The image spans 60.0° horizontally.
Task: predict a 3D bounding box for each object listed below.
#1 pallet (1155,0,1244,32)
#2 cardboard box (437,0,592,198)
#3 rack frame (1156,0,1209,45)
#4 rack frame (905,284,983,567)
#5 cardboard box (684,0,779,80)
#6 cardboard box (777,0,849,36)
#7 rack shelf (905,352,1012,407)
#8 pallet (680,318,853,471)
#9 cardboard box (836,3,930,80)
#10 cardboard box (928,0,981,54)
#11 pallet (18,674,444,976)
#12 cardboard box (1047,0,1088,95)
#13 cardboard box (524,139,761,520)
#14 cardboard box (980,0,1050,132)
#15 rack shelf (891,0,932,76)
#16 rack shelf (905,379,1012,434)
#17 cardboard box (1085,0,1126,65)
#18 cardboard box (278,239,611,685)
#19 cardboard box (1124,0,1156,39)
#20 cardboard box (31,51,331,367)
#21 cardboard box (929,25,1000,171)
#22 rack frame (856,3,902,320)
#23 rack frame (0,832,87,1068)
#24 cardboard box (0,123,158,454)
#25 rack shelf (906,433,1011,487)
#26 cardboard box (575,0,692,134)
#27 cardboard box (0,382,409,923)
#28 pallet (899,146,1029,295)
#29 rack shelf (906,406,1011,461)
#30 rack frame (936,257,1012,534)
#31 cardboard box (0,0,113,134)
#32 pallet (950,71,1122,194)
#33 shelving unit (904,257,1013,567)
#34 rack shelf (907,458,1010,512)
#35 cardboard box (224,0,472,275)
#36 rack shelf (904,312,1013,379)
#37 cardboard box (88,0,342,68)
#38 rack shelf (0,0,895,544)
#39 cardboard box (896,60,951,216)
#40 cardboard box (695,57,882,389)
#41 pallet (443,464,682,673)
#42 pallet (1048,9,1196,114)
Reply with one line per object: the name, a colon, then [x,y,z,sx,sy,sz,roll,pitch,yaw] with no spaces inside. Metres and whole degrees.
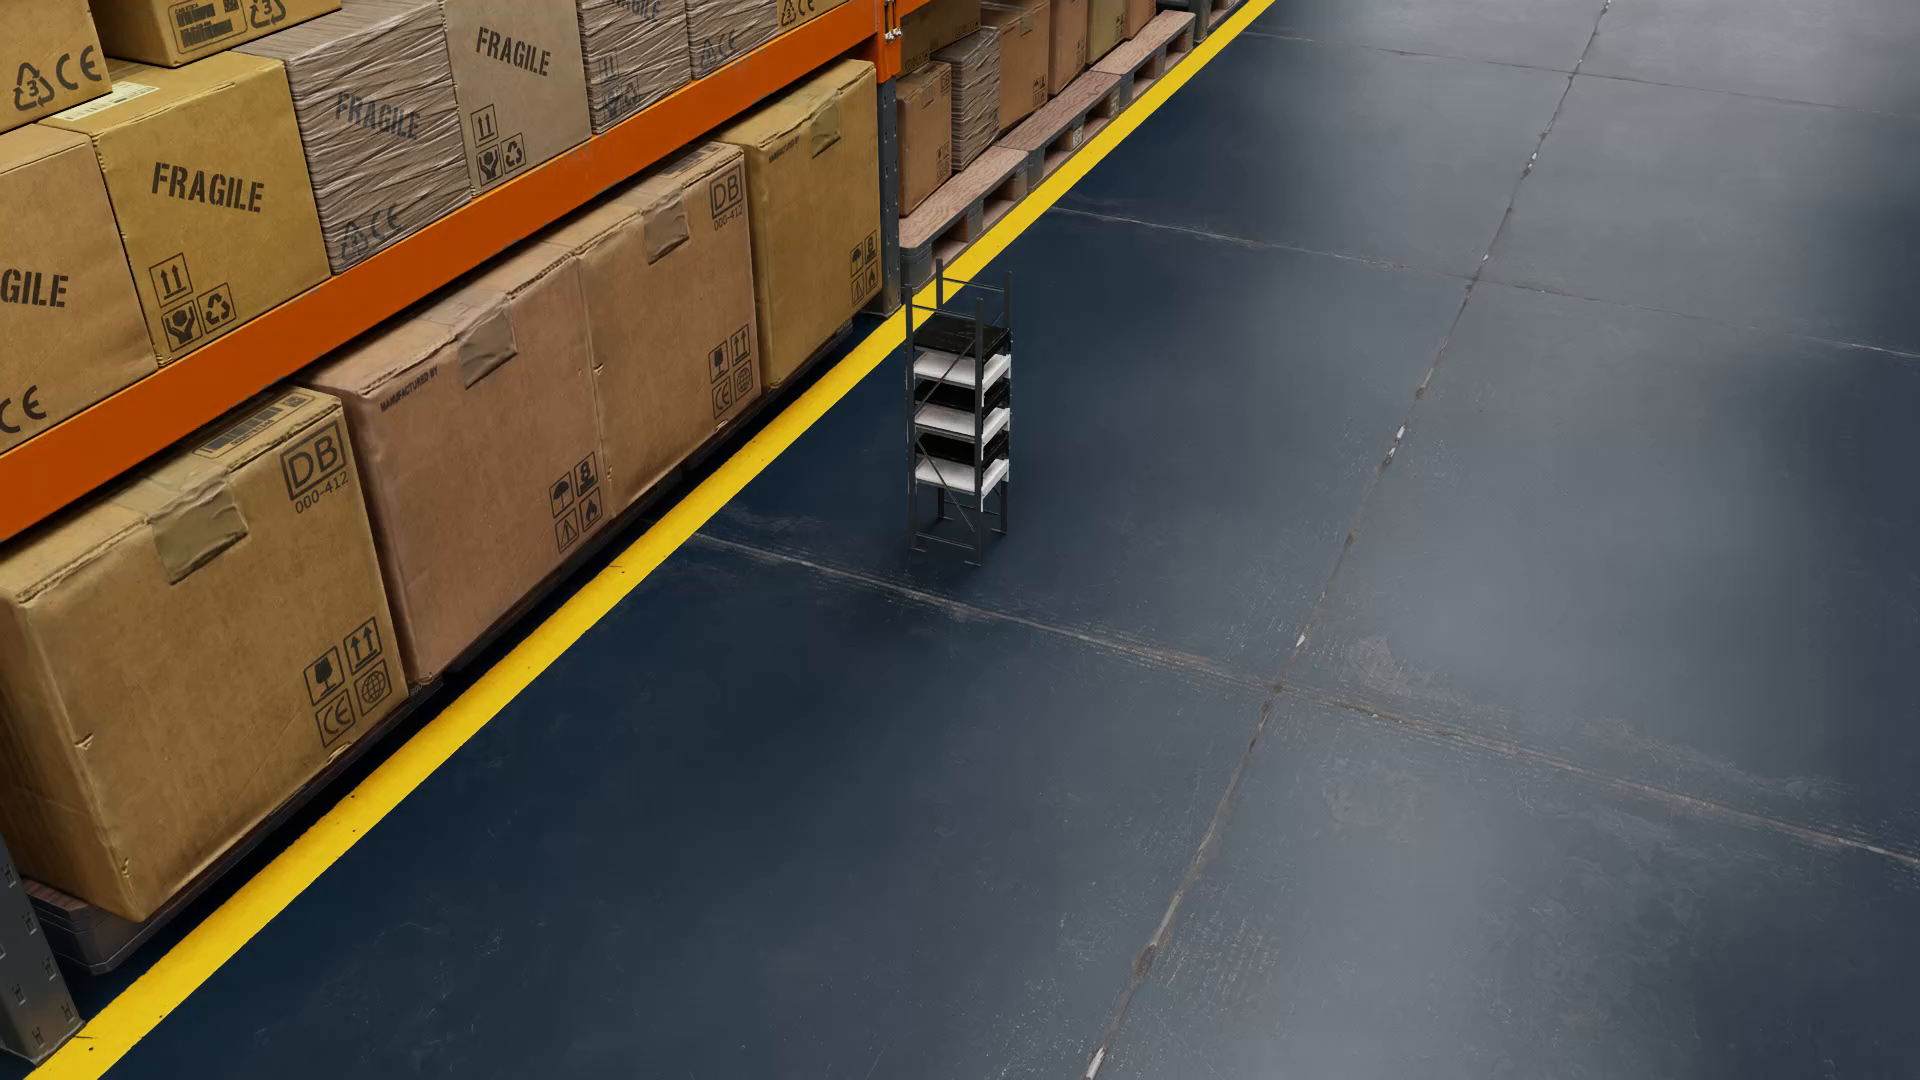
pallet: [1.208,-3.437,10.300,1.003,0.211,1.213,14,36,20]
cardboard box: [-1.338,-1.248,4.327,0.500,0.500,0.500,15,36,21]
rack frame: [0.959,-4.261,9.013,1.000,3.000,0.127,14,36,20]
rack frame: [-0.046,-0.322,4.920,0.240,0.900,0.006,14,36,20]
cardboard box: [-0.910,-1.761,5.109,0.500,0.500,0.500,14,36,20]
cardboard box: [-0.696,-2.008,5.486,0.500,0.500,0.500,15,36,22]
rack shelf: [-0.003,-0.495,4.917,0.258,0.077,0.200,14,36,20]
pallet: [-1.113,-0.727,6.167,1.003,0.211,1.213,14,36,20]
cardboard box: [-0.462,-2.062,6.853,0.500,0.250,0.500,16,36,22]
cardboard box: [-0.249,-2.328,7.260,0.500,0.250,0.500,18,37,26]
pallet: [-2.134,0.488,4.313,1.003,0.211,1.213,14,36,20]
cardboard box: [0.232,-2.587,8.338,0.700,0.500,0.500,11,35,16]
cardboard box: [-1.402,-0.775,5.251,1.225,0.875,0.875,14,36,21]
cardboard box: [-0.001,-2.309,7.914,0.700,0.500,0.500,17,37,24]
rack shelf: [0.122,-2.964,7.691,1.077,0.370,4.000,14,36,20]
rack shelf: [-0.003,-0.420,4.966,0.258,0.077,0.200,14,36,20]
cardboard box: [0.466,-2.866,8.763,0.700,0.500,0.500,14,36,20]
cardboard box: [-1.766,-0.332,4.576,1.225,0.875,0.875,13,35,19]
cardboard box: [0.682,-3.099,9.119,0.700,0.500,0.500,11,35,17]
cardboard box: [-1.759,-0.741,3.553,0.500,0.500,0.500,14,36,21]
cardboard box: [-0.232,-2.025,7.481,0.700,0.500,0.500,11,35,17]
rack frame: [-0.715,-2.269,5.975,1.000,3.000,0.127,14,36,20]
rack frame: [-2.388,-0.277,2.936,1.000,3.000,0.127,14,36,20]
cardboard box: [-1.969,-0.490,3.171,0.500,0.500,0.500,14,36,21]
rack shelf: [-0.003,-0.269,5.065,0.258,0.077,0.200,14,36,20]
cardboard box: [-1.124,-1.502,4.713,0.500,0.500,0.500,13,35,19]
cardboard box: [-2.139,0.113,3.897,1.225,0.875,0.875,14,36,21]
pallet: [-0.386,-1.492,7.332,1.003,0.211,1.213,14,36,20]
rack shelf: [-0.003,-0.344,5.015,0.258,0.077,0.200,14,36,20]
rack frame: [0.039,-0.423,5.074,0.240,0.900,0.006,14,36,20]
cardboard box: [-2.129,-1.058,3.122,0.797,0.503,0.637,13,36,19]
pallet: [0.125,-2.097,8.255,1.003,0.211,1.213,14,36,20]
shelving unit: [-0.003,-0.372,4.997,0.258,0.900,0.210,14,36,20]
rack shelf: [-0.003,-0.194,5.114,0.258,0.077,0.200,14,36,20]
cardboard box: [-1.549,-0.990,3.933,0.500,0.500,0.500,13,36,19]
rack shelf: [-0.003,-0.570,4.867,0.258,0.077,0.200,14,36,20]
cardboard box: [-1.831,-1.397,3.639,0.797,0.503,0.637,15,36,21]
rack shelf: [-1.552,-0.972,4.653,1.077,0.370,4.000,14,36,20]
cardboard box: [-0.453,-1.746,7.055,0.700,0.500,0.500,12,35,18]
cardboard box: [-1.022,-1.217,5.925,1.225,0.875,0.875,13,35,18]
pallet: [-1.625,-0.122,5.243,1.003,0.211,1.213,14,36,20]
pallet: [0.634,-2.707,9.185,1.003,0.211,1.213,14,36,20]
